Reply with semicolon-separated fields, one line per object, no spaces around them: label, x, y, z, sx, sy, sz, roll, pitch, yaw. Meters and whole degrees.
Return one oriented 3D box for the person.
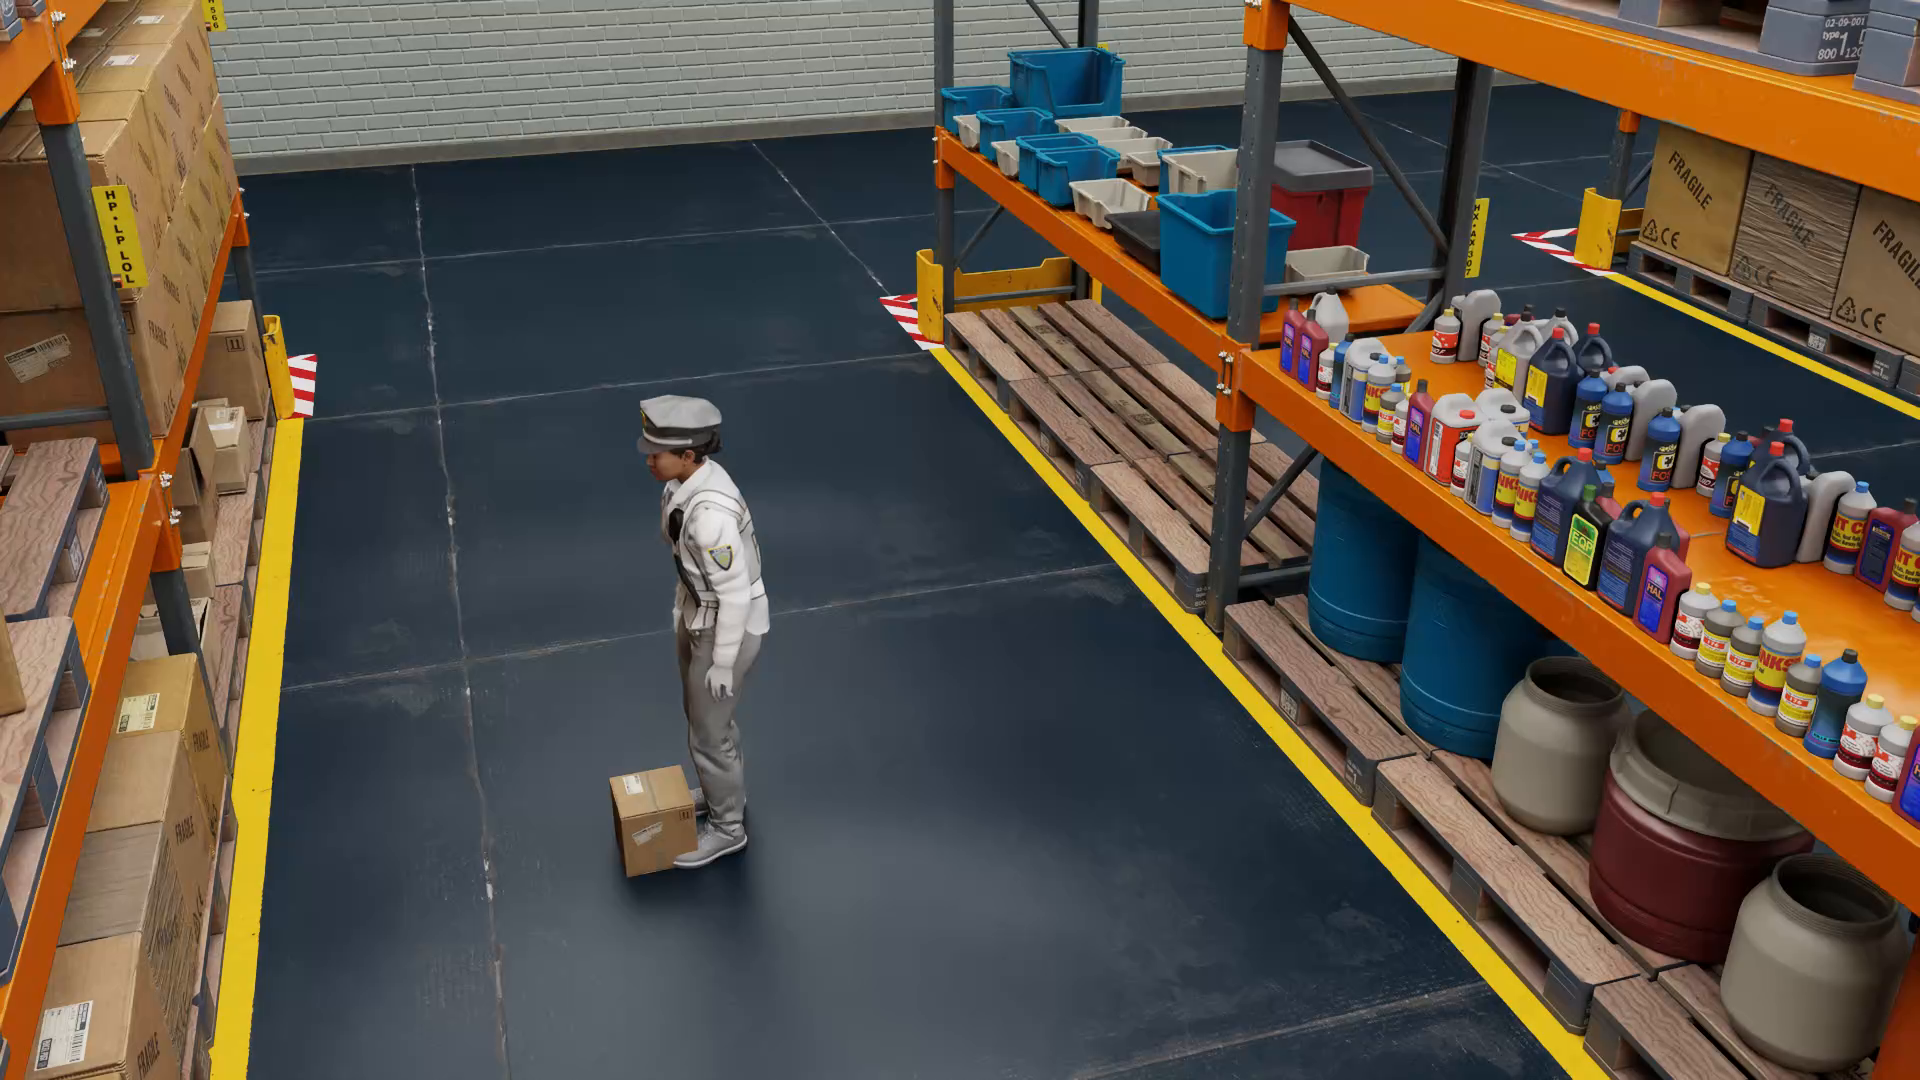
person;-0.845;0.307;5.494;0.413;1.665;0.546;-10;28;-19
